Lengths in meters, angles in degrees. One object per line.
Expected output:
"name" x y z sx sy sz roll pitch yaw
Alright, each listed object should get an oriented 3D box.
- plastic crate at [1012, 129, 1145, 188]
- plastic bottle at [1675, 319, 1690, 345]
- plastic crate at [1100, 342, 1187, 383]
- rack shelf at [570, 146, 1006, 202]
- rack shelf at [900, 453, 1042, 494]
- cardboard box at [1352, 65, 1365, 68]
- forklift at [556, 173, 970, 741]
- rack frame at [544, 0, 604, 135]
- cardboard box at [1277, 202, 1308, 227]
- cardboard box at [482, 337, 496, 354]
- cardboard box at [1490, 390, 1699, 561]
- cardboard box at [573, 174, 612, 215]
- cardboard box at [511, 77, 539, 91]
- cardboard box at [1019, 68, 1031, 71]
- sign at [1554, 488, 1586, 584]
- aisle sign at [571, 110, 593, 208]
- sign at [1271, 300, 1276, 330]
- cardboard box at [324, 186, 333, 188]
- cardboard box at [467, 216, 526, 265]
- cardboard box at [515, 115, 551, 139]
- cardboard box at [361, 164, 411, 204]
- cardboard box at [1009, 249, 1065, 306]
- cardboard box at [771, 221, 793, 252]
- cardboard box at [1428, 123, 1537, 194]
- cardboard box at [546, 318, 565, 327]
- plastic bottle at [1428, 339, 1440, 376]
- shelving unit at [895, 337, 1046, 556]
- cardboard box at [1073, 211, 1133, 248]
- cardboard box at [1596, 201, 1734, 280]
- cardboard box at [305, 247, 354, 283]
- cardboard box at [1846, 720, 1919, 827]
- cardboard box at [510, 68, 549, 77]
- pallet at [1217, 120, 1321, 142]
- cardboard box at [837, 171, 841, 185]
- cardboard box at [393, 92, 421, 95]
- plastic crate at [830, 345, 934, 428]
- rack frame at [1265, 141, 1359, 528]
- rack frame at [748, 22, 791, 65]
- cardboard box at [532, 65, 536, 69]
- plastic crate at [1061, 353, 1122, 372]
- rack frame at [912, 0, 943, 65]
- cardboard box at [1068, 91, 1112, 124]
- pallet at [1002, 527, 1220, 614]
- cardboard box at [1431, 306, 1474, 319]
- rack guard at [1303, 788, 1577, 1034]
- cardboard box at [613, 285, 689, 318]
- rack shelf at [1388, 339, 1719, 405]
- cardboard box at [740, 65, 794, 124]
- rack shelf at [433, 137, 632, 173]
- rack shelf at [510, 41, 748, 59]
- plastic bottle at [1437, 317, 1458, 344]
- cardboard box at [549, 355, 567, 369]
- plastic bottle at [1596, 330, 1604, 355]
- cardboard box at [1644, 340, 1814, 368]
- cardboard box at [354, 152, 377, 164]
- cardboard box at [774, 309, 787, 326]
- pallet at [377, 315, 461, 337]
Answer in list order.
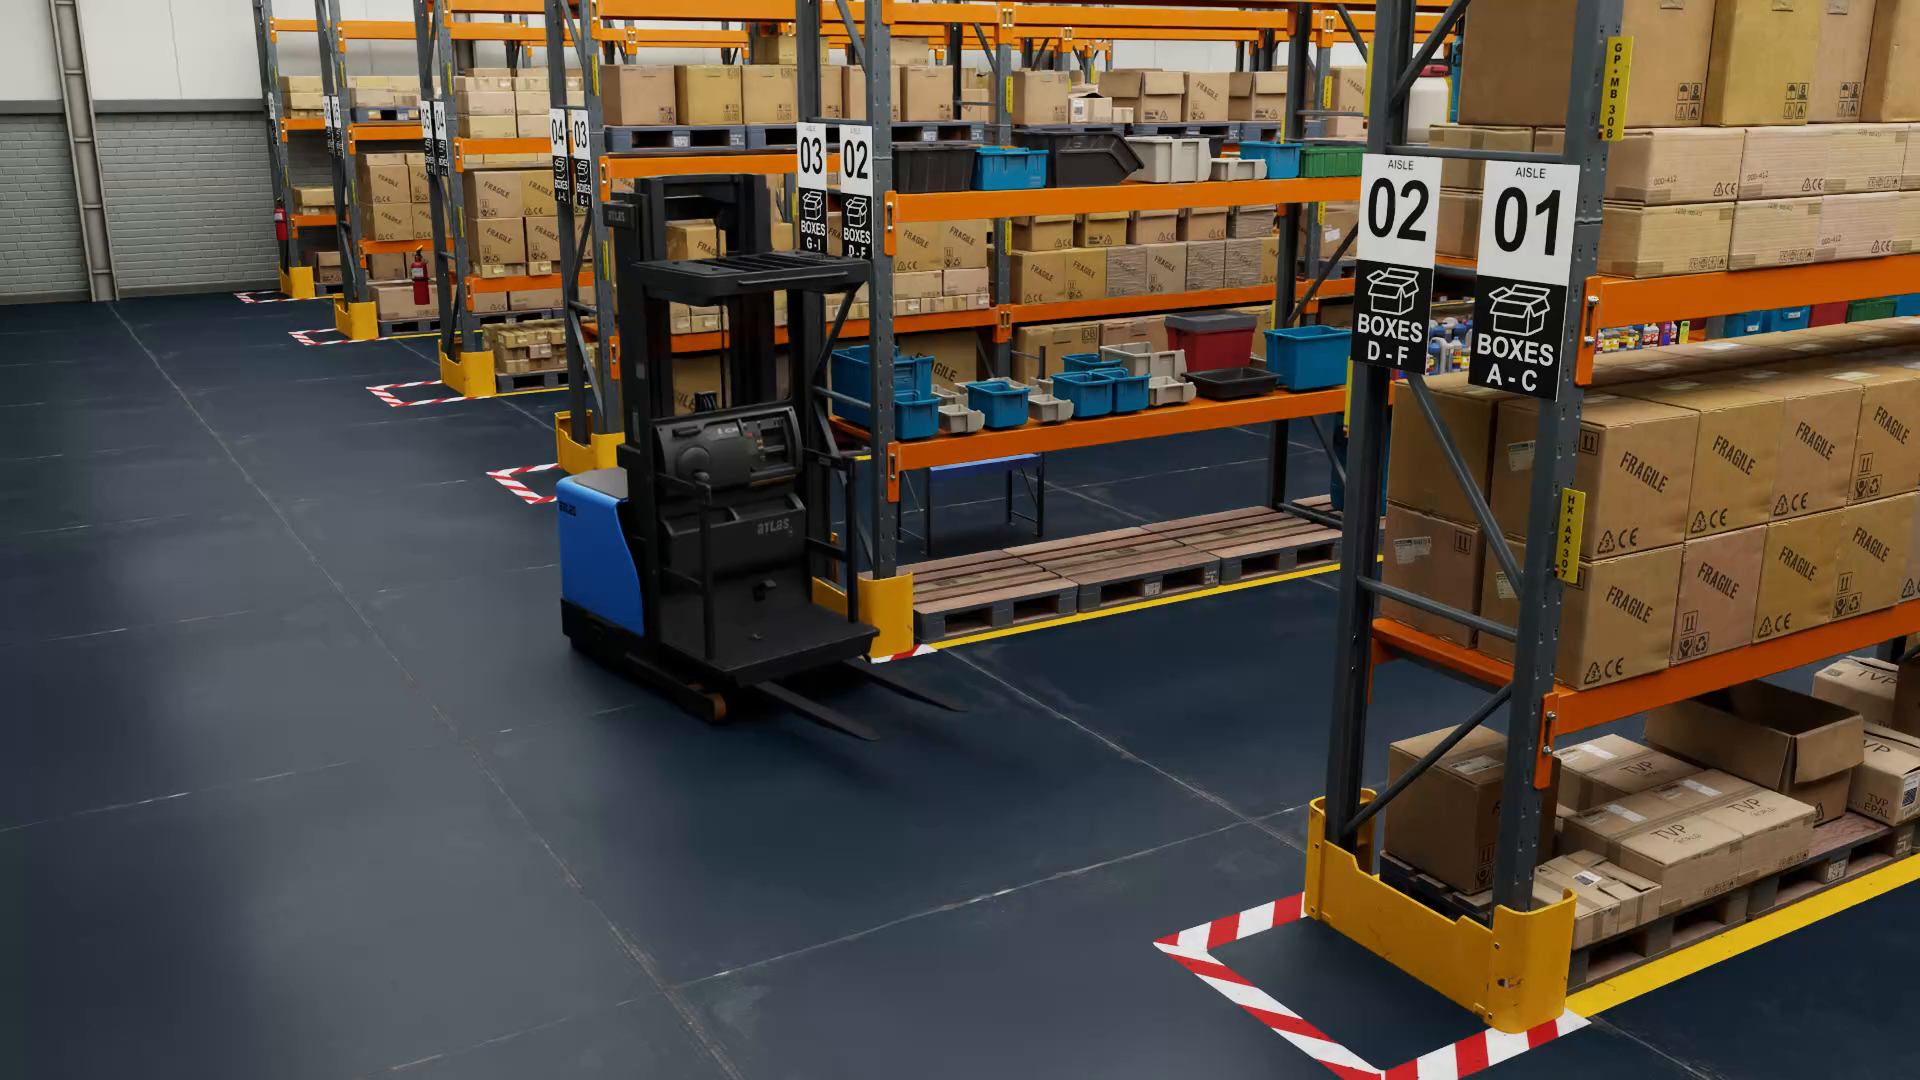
"plastic crate" 0.748 -2.434 10.593 0.767 0.338 0.504 -9 18 -30
"plastic bottle" 6.027 -1.772 13.889 0.133 0.283 0.061 -9 18 -30
"plastic crate" 1.322 -1.229 11.845 0.530 0.282 0.437 -9 18 -30
"rack shelf" -1.539 -3.393 15.231 4.000 0.370 1.077 -9 18 -30
"rack shelf" 0.073 -0.561 12.798 1.000 0.185 0.538 -9 18 -30
"cardboard box" 5.704 -6.882 24.371 0.250 0.149 0.380 -10 18 -31
"forklift" -1.181 -0.546 9.428 1.130 2.935 3.031 -13 20 -39
"rack frame" -3.254 -4.905 13.737 0.127 3.000 1.000 -9 18 -30
"cardboard box" 4.875 -4.973 24.814 0.550 0.550 0.875 -9 18 -30
"cardboard box" -5.416 -2.290 19.476 0.250 0.149 0.380 -10 18 -31
"cardboard box" 2.361 -0.254 6.222 0.500 0.500 0.500 -9 18 -28
"cardboard box" -4.313 -3.991 19.000 0.500 0.500 0.500 -10 18 -31
"cardboard box" -4.829 -5.027 18.343 0.250 0.149 0.380 -9 18 -30
"cardboard box" 0.923 -6.035 21.721 0.258 0.266 0.396 -9 18 -30
"sign" 2.124 -0.015 5.804 0.005 0.325 0.100 -9 18 -30
"aisle sign" -3.161 -3.189 13.912 0.004 0.787 0.394 -9 18 -30
"sign" 2.444 -1.687 12.860 0.005 0.325 0.100 -9 18 -30
"cardboard box" -10.217 -5.725 27.503 0.500 0.250 0.500 -9 18 -30
"cardboard box" -5.195 -3.368 18.631 0.500 0.500 0.500 -8 18 -27
"cardboard box" -4.752 -4.626 18.575 0.500 0.250 0.500 -9 18 -28
"cardboard box" -7.799 -4.840 22.580 0.500 0.500 0.500 -10 18 -31
"cardboard box" 0.698 -2.627 16.538 0.500 0.500 0.500 -9 18 -30
"cardboard box" -1.834 -2.596 14.950 0.500 0.500 0.500 -10 18 -31
"cardboard box" 2.154 -1.467 6.381 0.500 0.250 0.500 -9 18 -30
"cardboard box" -4.742 -2.535 19.796 0.250 0.149 0.380 -10 19 -32
"plastic bottle" 3.547 -1.369 12.476 0.097 0.271 0.097 0 16 0
"shelving unit" 0.073 -0.734 12.750 1.048 1.500 0.538 -9 18 -30
"cardboard box" 1.312 -3.287 17.035 0.637 0.503 0.797 -9 18 -29
"cardboard box" 2.416 -1.109 6.029 0.500 0.250 0.500 -9 18 -30
"cardboard box" -10.344 -4.521 27.326 0.637 0.503 0.797 -10 19 -32
"cardboard box" 4.288 1.052 7.767 0.500 0.311 0.500 -9 18 -30
"cardboard box" -6.068 -6.415 23.525 0.637 0.503 0.797 -8 17 -25
"pallet" 3.079 -4.380 17.771 1.003 0.211 1.213 -8 18 -27
"cardboard box" -1.809 -5.819 26.072 0.500 0.500 0.500 -10 18 -31
"cardboard box" -9.094 -7.192 27.179 0.500 0.250 0.500 -10 18 -31
"plastic crate" -0.512 -1.006 10.766 0.499 0.435 0.616 -9 18 -30
"rack frame" 2.726 -1.427 12.442 0.127 3.000 1.000 -9 18 -30
"rack frame" -2.293 -6.623 19.864 0.127 3.000 1.000 -9 18 -30
"cardboard box" -7.261 -7.988 28.476 0.258 0.266 0.396 -10 18 -31
"plastic crate" 0.925 -1.164 11.703 0.300 0.233 0.416 -9 18 -30
"rack frame" -0.631 -10.014 31.962 0.127 3.000 1.000 -9 18 -30
"cardboard box" 1.162 -4.308 16.550 0.500 0.311 0.500 -10 18 -32
"pallet" 1.068 0.198 11.813 1.213 0.211 1.003 -9 18 -30
"cardboard box" 6.076 -2.551 20.267 0.500 0.500 0.700 -9 18 -30
"rack guard" 1.910 1.469 6.743 0.348 0.500 1.175 -9 18 -30
"cardboard box" -2.703 -2.092 14.542 0.500 0.250 0.500 -10 18 -31
"rack shelf" 4.440 -1.358 13.531 4.000 0.370 1.077 -9 18 -30
"cardboard box" -1.873 -3.978 14.836 0.500 0.500 0.700 -11 19 -33
"rack shelf" -4.007 -4.554 19.374 4.000 0.370 1.077 -9 18 -30
"rack shelf" -5.774 -8.641 29.138 4.000 0.370 1.077 -9 18 -30
"plastic bottle" 3.957 -1.668 13.534 0.135 0.276 0.152 -9 18 -30
"cardboard box" -4.716 -2.098 19.340 0.250 0.149 0.380 -9 18 -29
"plastic bottle" 5.137 -1.594 13.405 0.097 0.201 0.097 0 16 0
"cardboard box" 3.400 -0.594 7.434 0.500 0.500 0.500 -9 18 -28
"cardboard box" -8.153 -5.248 22.833 0.250 0.149 0.380 -9 18 -29
"cardboard box" -1.679 -2.048 15.124 0.250 0.149 0.380 -9 18 -30
"pallet" -7.712 -3.096 23.563 1.213 0.211 1.003 -9 18 -30
